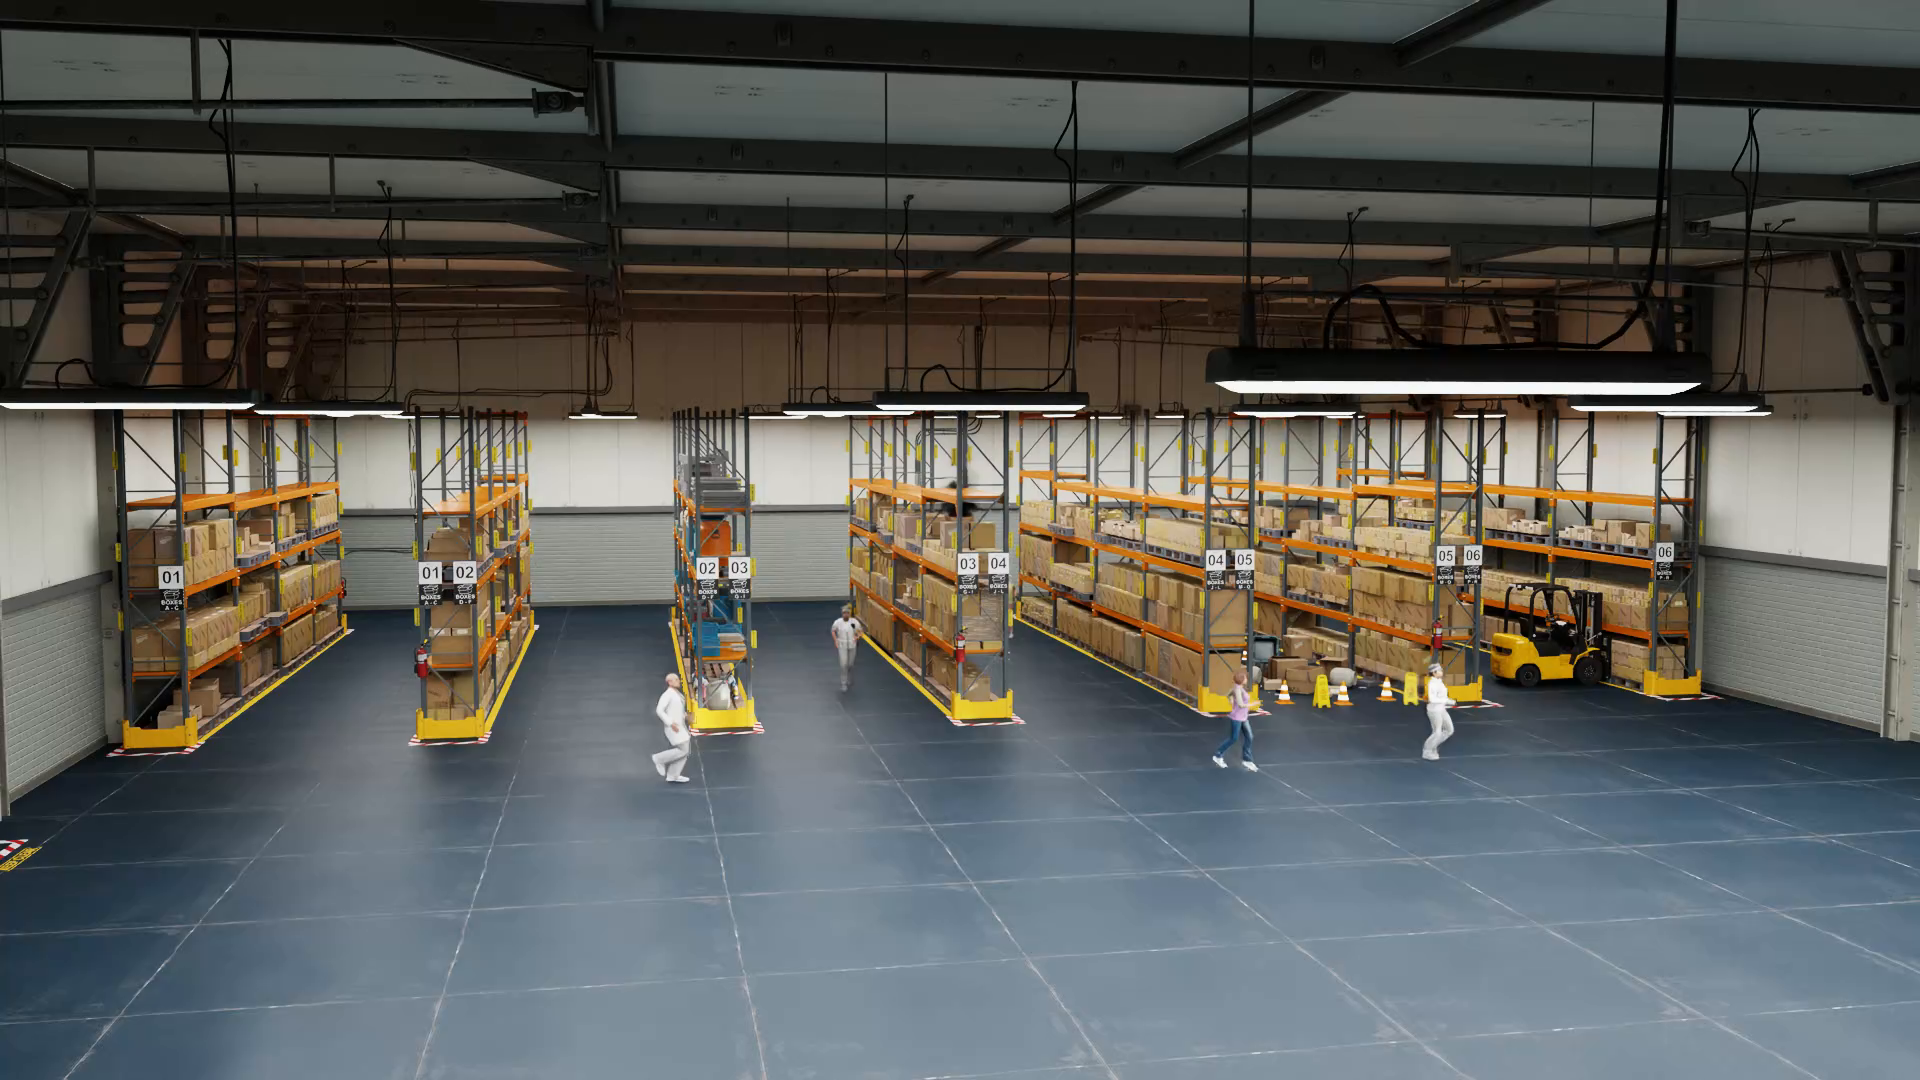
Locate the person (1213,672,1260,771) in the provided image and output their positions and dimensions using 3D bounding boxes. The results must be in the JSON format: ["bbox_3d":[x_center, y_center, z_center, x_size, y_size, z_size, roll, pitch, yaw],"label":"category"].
[{"bbox_3d":[4.548,2.974,27.283,0.762,1.649,0.530,1,4,20],"label":"person"}]

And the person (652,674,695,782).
[{"bbox_3d":[-4.552,2.984,26.419,0.637,1.732,0.710,1,4,7],"label":"person"}]

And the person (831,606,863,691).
[{"bbox_3d":[-2.420,2.310,35.690,0.675,1.845,0.793,-1,4,-11],"label":"person"}]

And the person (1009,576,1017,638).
[{"bbox_3d":[1.249,1.719,44.217,0.571,1.659,0.967,-1,4,-8],"label":"person"}]

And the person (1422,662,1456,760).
[{"bbox_3d":[8.098,2.888,28.034,0.576,1.666,0.599,3,5,32],"label":"person"}]
